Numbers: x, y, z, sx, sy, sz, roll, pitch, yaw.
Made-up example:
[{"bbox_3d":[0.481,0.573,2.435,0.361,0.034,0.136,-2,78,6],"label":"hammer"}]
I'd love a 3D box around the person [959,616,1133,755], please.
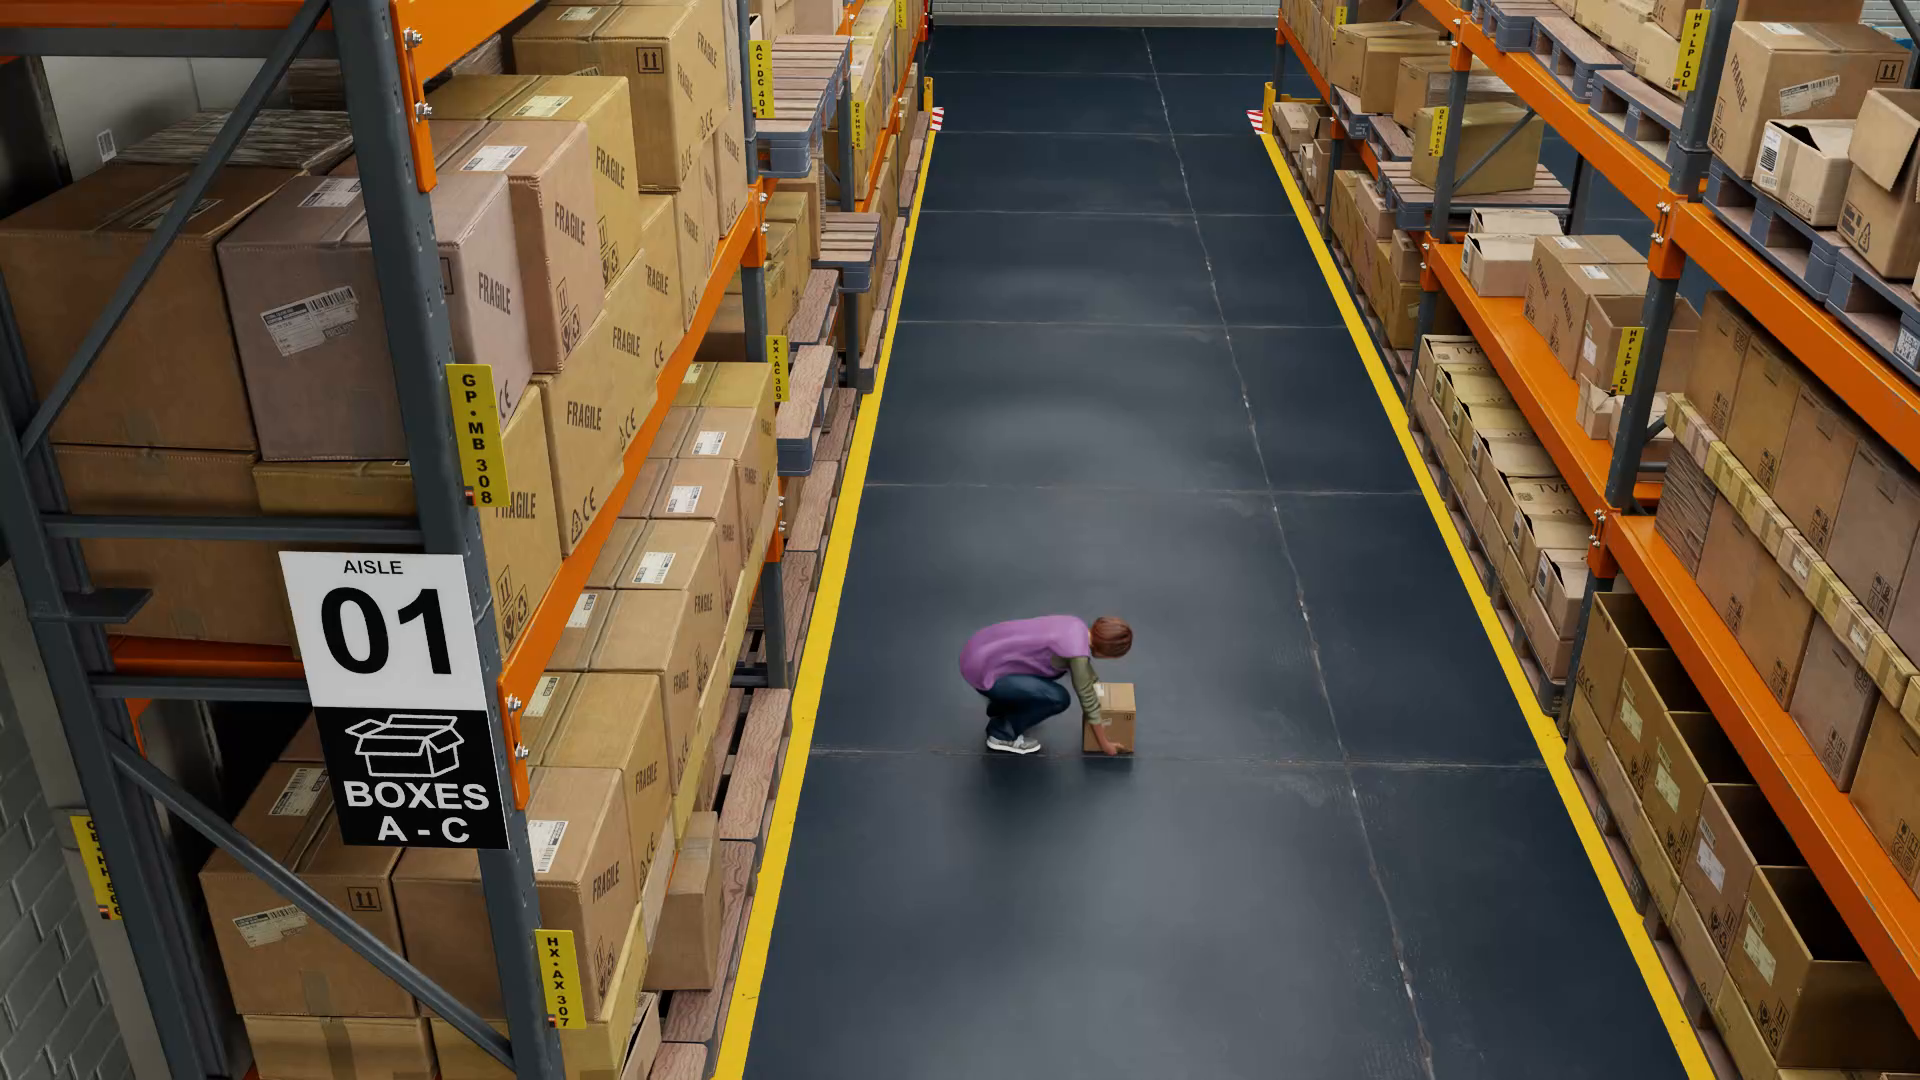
[{"bbox_3d":[0.423,0.709,8.308,0.860,0.697,0.423,0,28,1],"label":"person"}]
